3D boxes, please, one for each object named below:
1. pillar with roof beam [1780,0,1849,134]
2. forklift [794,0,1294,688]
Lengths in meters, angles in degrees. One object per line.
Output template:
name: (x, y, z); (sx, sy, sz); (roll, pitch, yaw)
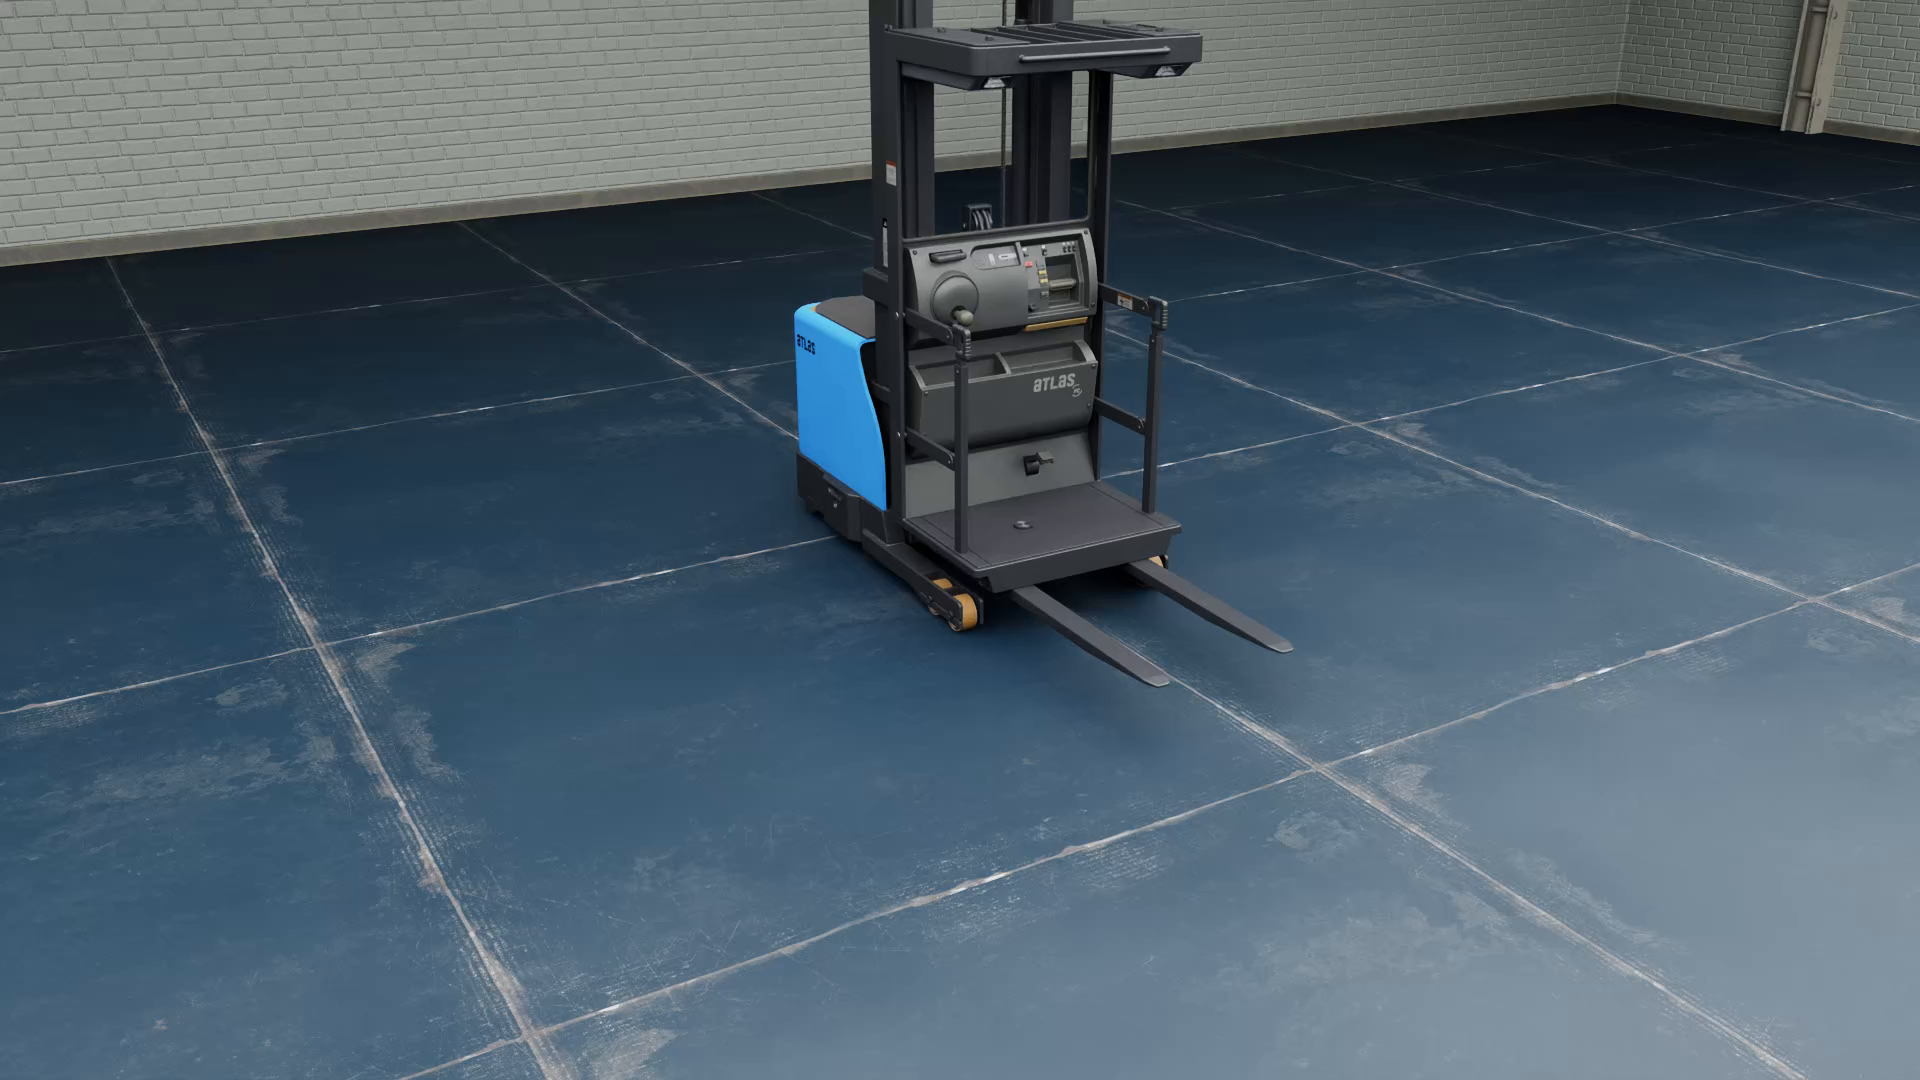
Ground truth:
pillar with roof beam: (6.948, -8.513, 17.305); (9.100, 9.000, 0.400); (-13, 25, -28)
forklift: (0.307, -1.150, 7.249); (1.130, 2.935, 3.031); (-12, 25, -27)
